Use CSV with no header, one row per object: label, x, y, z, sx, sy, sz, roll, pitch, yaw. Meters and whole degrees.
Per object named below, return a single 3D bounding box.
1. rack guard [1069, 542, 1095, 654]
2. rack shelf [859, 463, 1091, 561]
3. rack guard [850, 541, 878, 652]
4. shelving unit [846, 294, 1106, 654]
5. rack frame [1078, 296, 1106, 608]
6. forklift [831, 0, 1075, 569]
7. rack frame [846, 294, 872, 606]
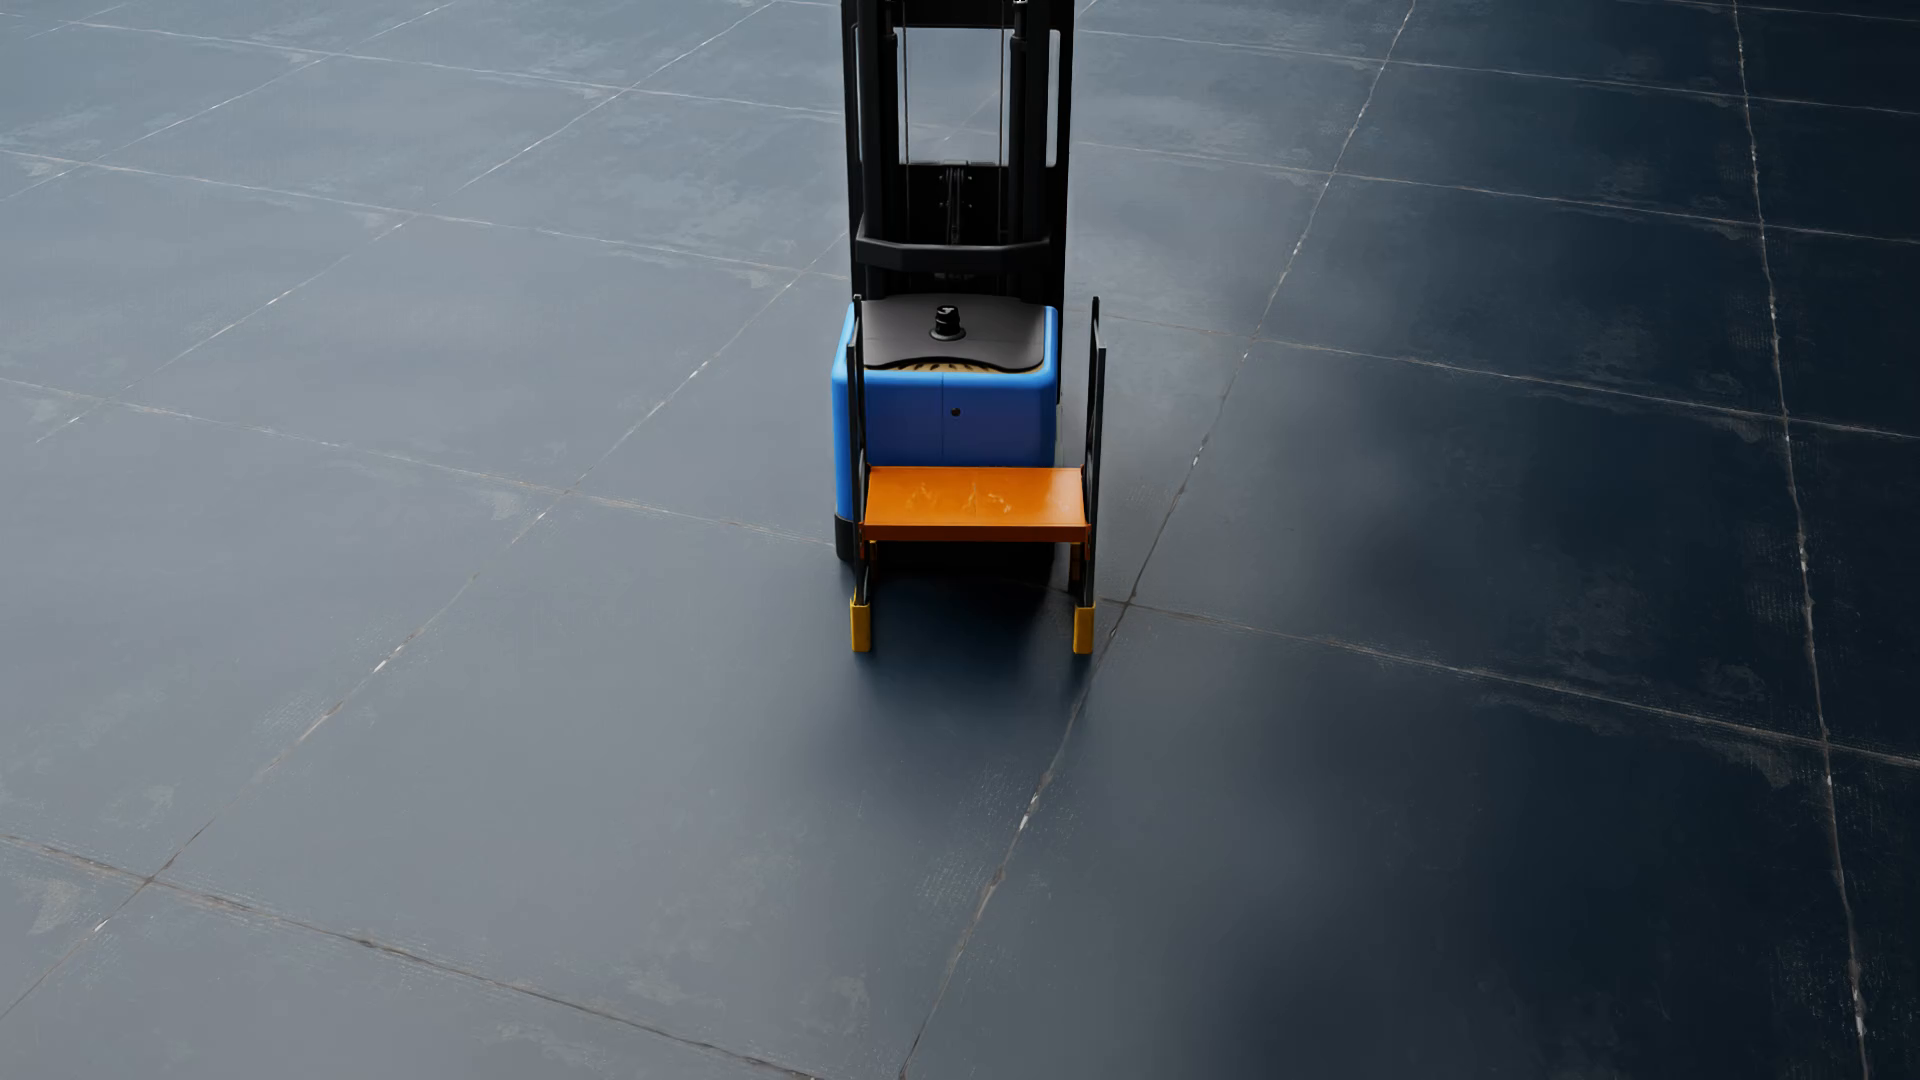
rack guard,0.556,0.248,7.635,0.087,0.250,0.587,0,33,1
rack shelf,0.068,-0.129,7.399,1.000,0.185,0.538,0,33,1
rack guard,-0.439,0.241,7.647,0.087,0.250,0.587,0,33,1
shelving unit,0.058,-0.281,7.302,1.083,1.500,0.587,0,33,1
rack frame,0.576,-0.277,7.296,0.032,1.500,0.500,0,33,1
forklift,0.004,-1.863,8.434,1.130,2.935,3.031,2,33,3
rack frame,-0.441,-0.284,7.308,0.032,1.500,0.500,0,33,1
